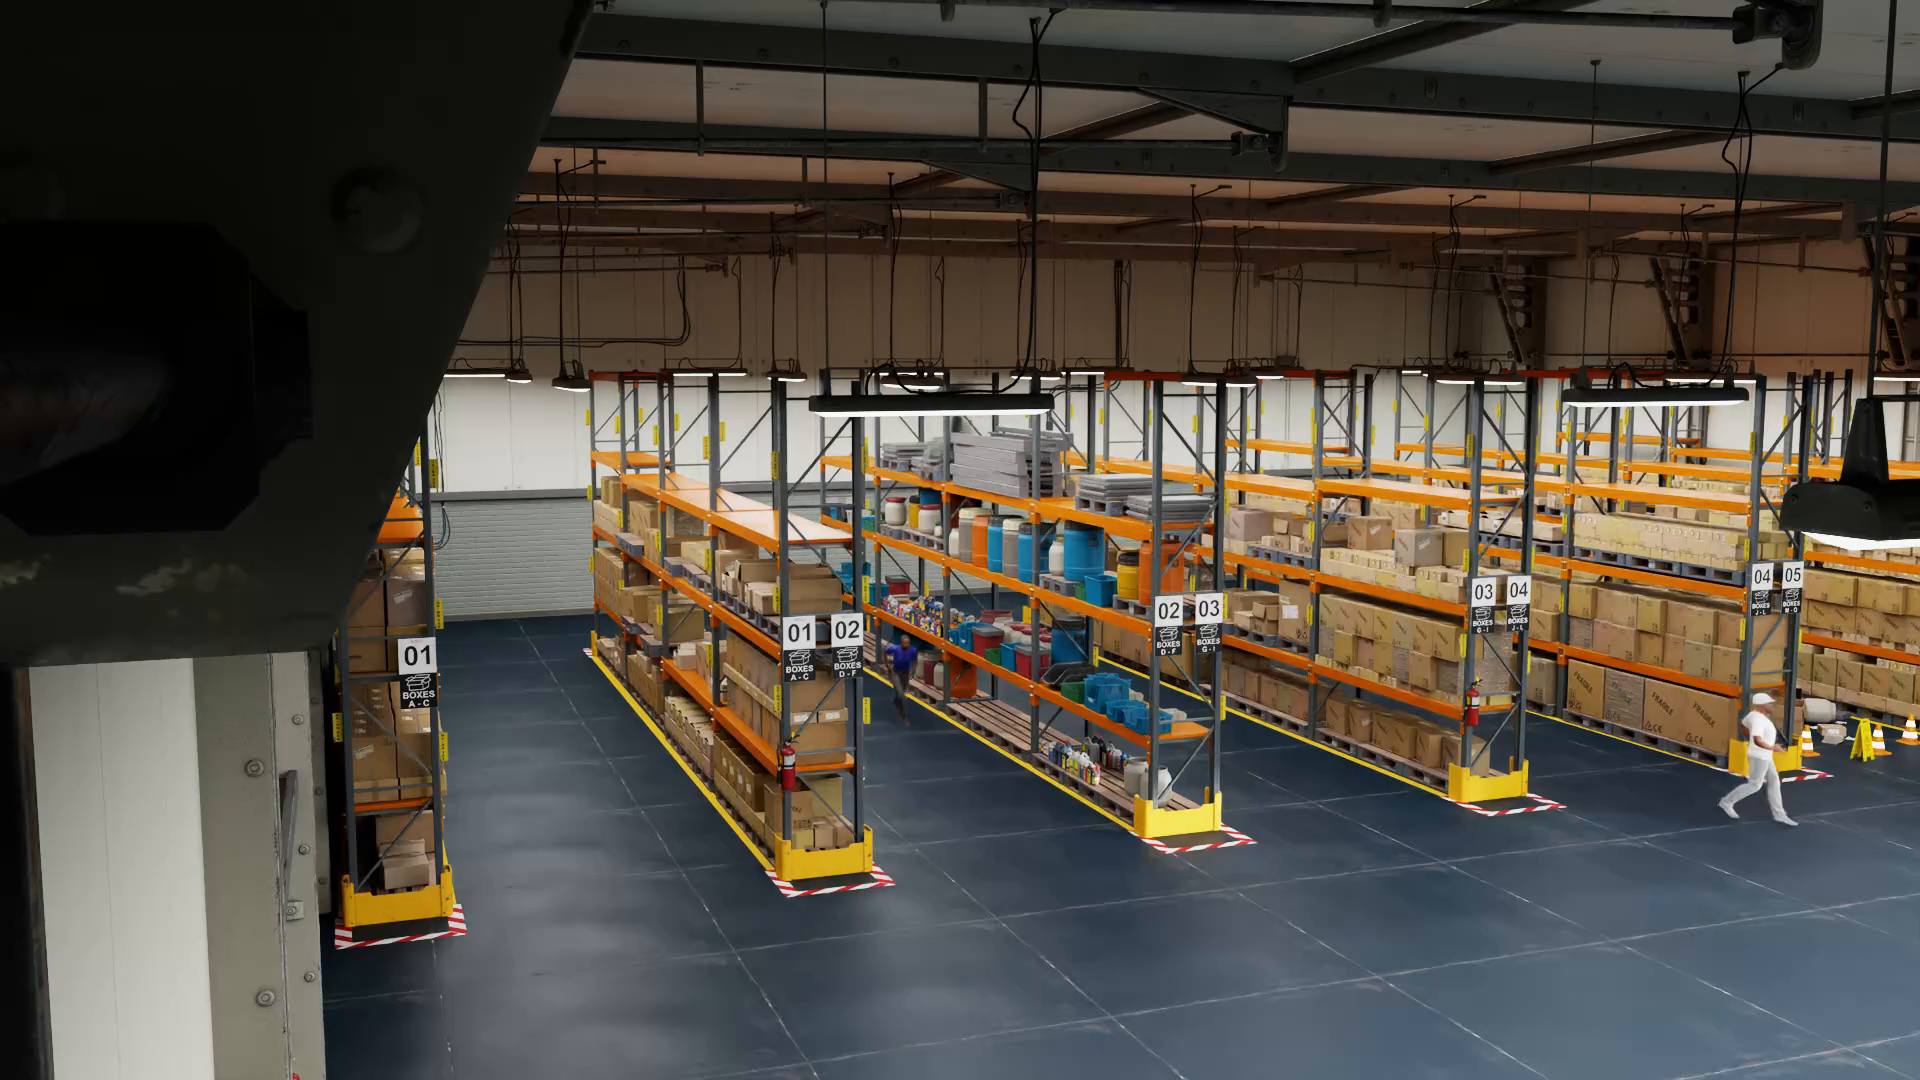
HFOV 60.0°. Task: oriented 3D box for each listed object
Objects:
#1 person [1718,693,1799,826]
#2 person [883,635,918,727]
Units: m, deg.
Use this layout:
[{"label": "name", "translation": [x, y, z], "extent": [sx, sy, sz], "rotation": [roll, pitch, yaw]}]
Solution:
[{"label": "person", "translation": [10.823, 2.942, 22.460], "extent": [0.988, 1.767, 0.743], "rotation": [3, 7, 27]}, {"label": "person", "translation": [-1.042, 2.374, 28.700], "extent": [0.612, 1.615, 0.947], "rotation": [-2, 7, -14]}]
